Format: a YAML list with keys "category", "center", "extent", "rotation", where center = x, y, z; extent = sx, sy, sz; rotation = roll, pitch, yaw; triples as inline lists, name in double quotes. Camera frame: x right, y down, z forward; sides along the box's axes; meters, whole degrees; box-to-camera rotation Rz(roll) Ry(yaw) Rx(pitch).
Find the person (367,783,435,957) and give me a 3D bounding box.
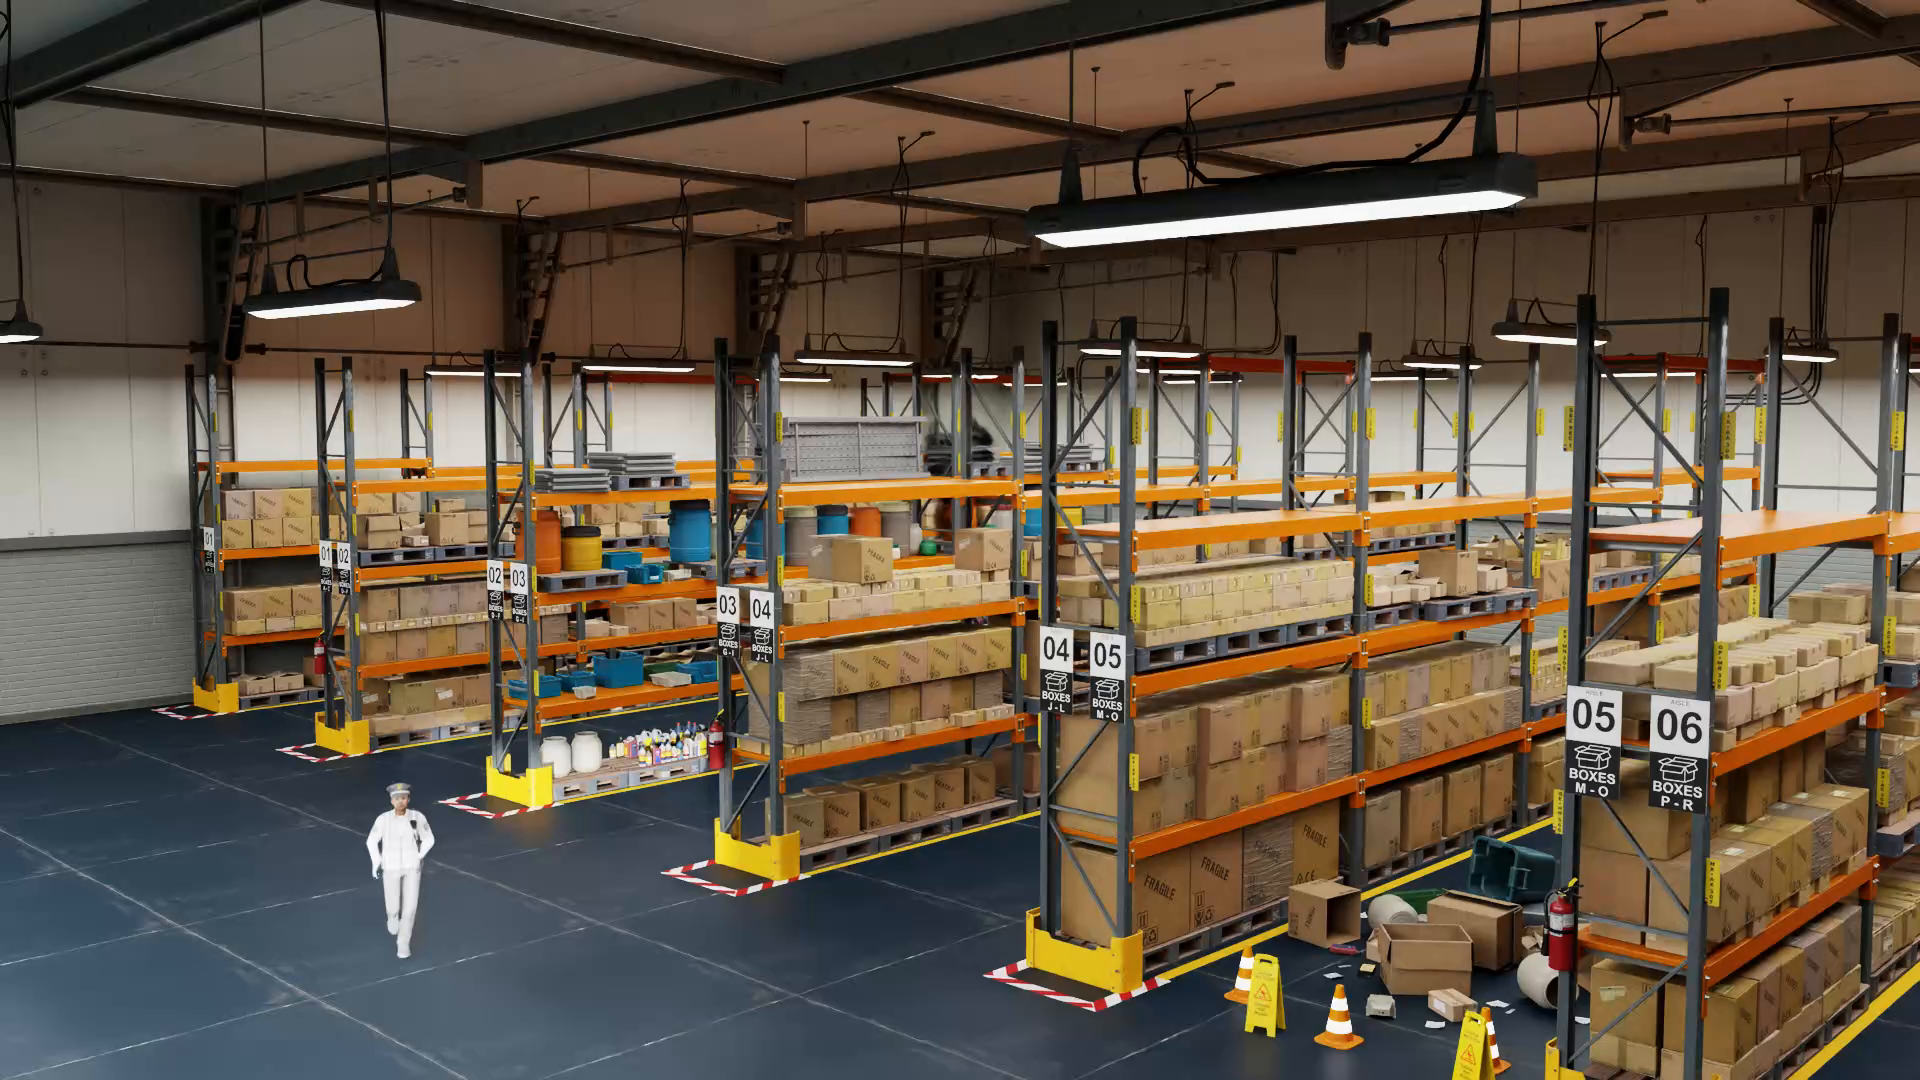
- category: "person"
  center: [-5.342, 3.131, 15.912]
  extent: [0.616, 1.660, 0.554]
  rotation: [-2, 5, -19]
